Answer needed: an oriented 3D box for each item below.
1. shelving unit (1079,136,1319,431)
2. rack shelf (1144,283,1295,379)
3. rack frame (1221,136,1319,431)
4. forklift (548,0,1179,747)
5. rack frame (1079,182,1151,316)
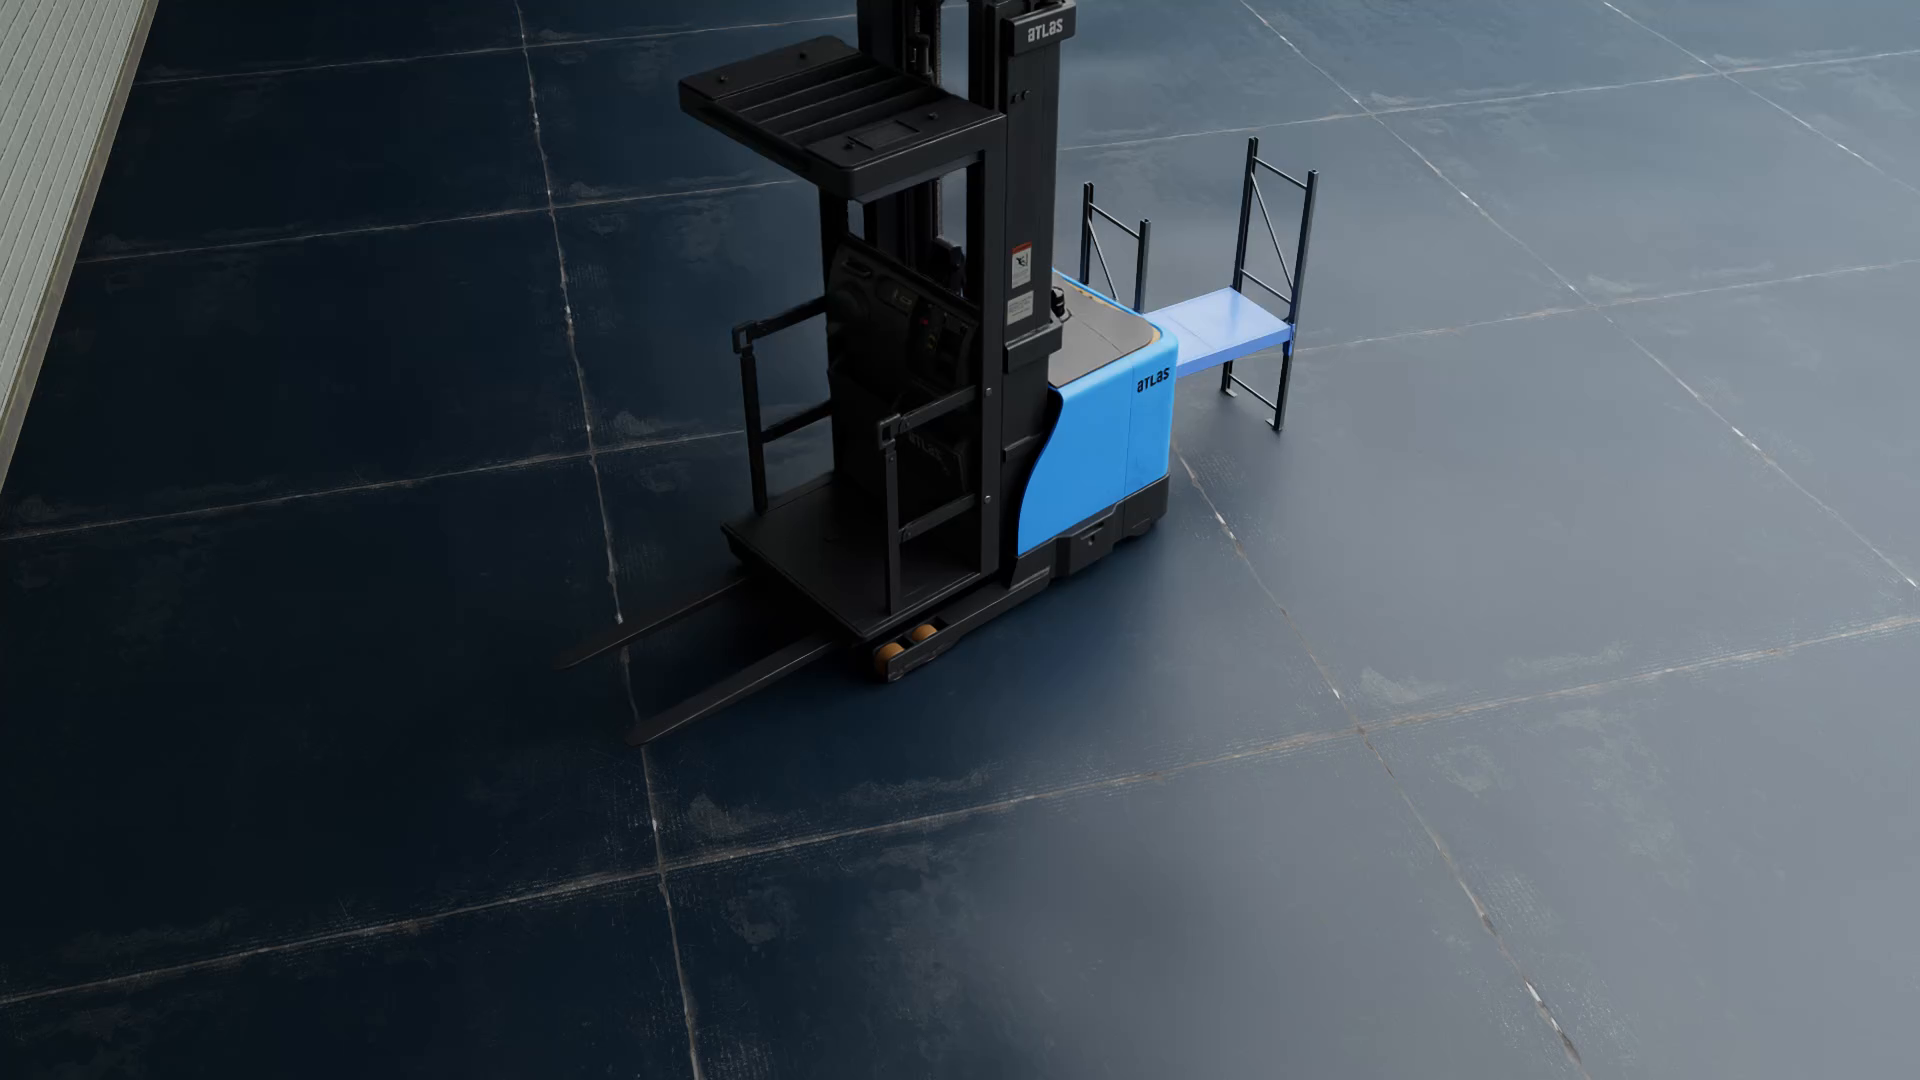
[{"bbox_3d":[1.174,-1.161,8.513,1.048,1.500,0.538,-20,42,-24],"label":"shelving unit"},{"bbox_3d":[1.174,-1.018,8.622,1.000,0.185,0.538,-20,42,-24],"label":"rack shelf"},{"bbox_3d":[1.608,-1.322,8.723,0.032,1.500,0.500,-20,42,-24],"label":"rack frame"},{"bbox_3d":[-0.412,-0.900,6.993,3.031,2.935,1.130,-28,45,-31],"label":"forklift"},{"bbox_3d":[0.740,-1.000,8.302,0.032,1.500,0.500,-20,42,-24],"label":"rack frame"}]
